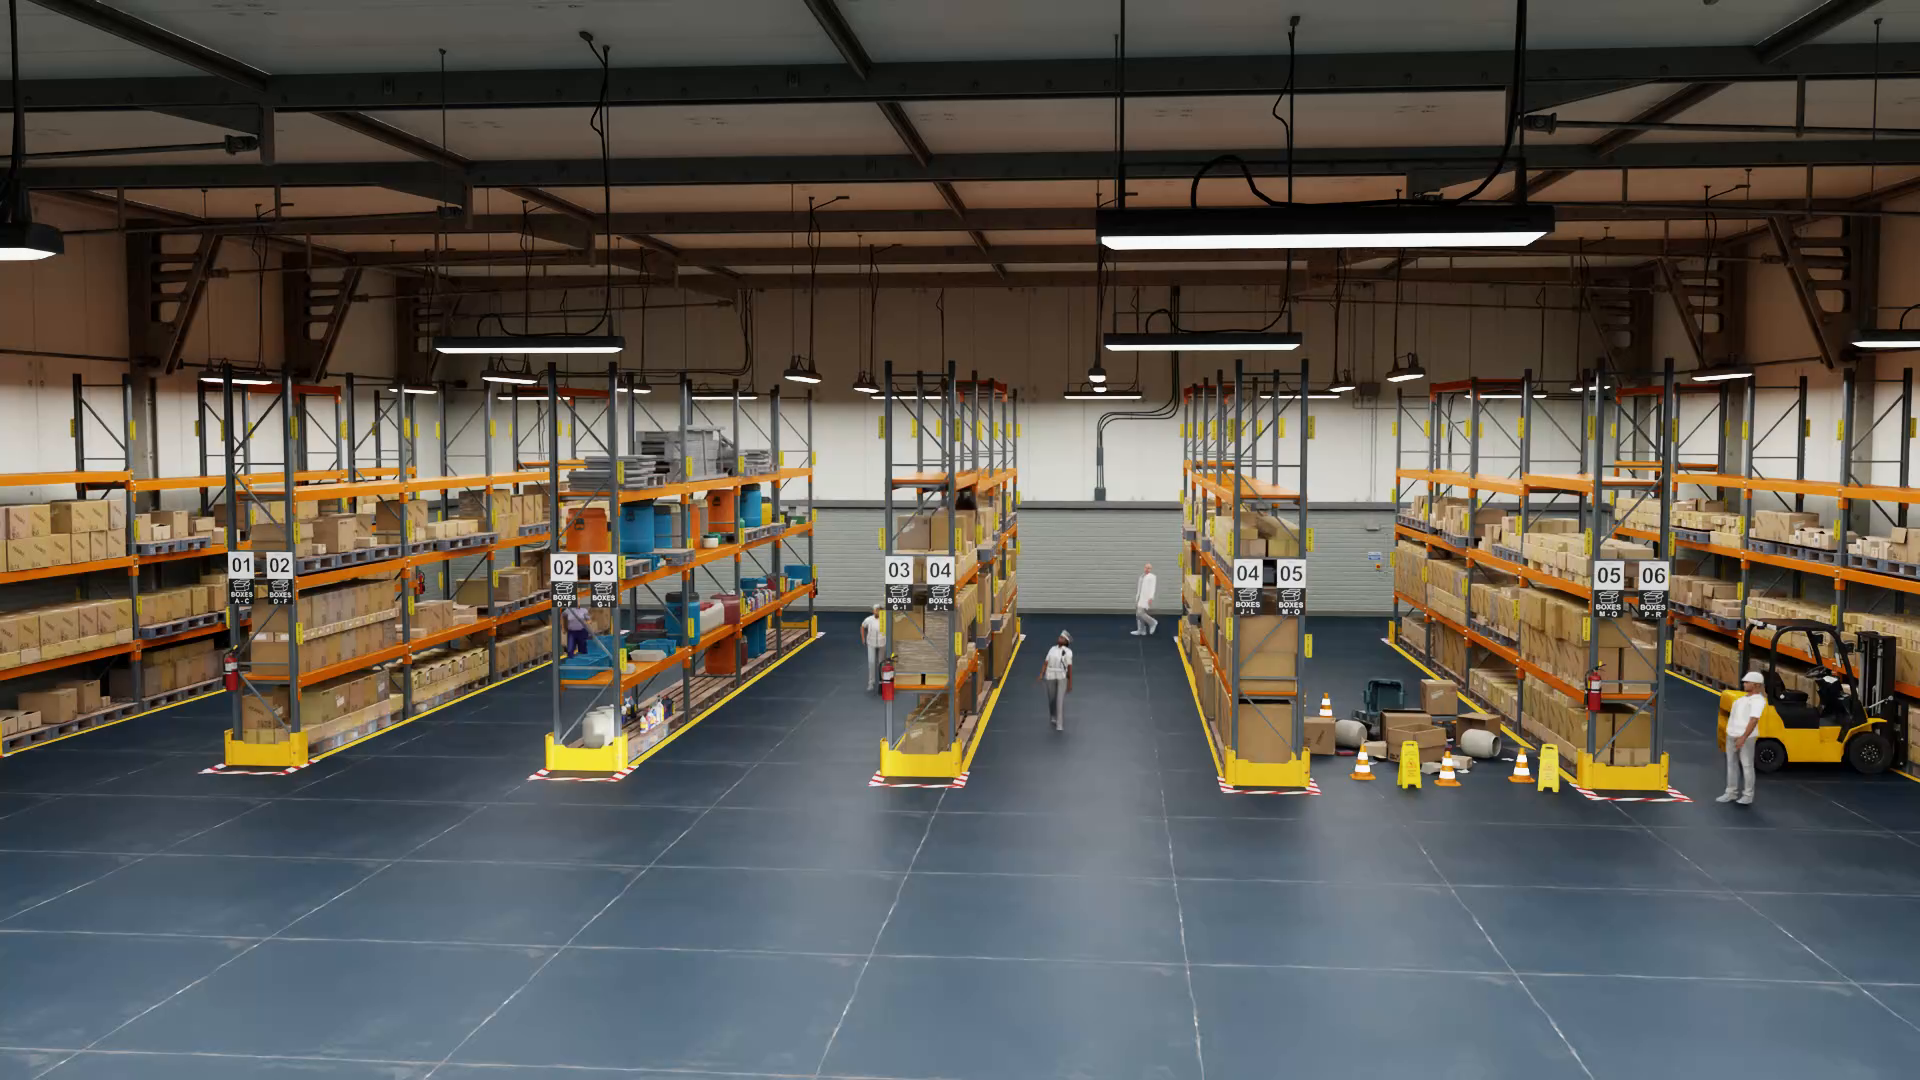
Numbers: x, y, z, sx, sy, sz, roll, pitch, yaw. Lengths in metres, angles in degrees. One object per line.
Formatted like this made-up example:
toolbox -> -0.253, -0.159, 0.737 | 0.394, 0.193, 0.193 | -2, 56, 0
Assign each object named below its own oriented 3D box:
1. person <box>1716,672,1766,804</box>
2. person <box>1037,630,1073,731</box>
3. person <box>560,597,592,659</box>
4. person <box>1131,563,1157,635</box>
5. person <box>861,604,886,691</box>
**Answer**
person -> 10.500, 2.656, 22.312 | 0.639, 1.776, 0.590 | -1, 4, -22
person -> 1.600, 2.341, 28.016 | 0.605, 1.631, 0.957 | 0, 4, 6
person -> -7.853, 1.942, 33.795 | 0.649, 1.602, 1.008 | 0, 4, 8
person -> 4.506, 1.497, 40.436 | 0.588, 1.654, 0.623 | -1, 4, -15
person -> -1.618, 2.044, 32.098 | 0.655, 1.619, 0.993 | 0, 4, 5
